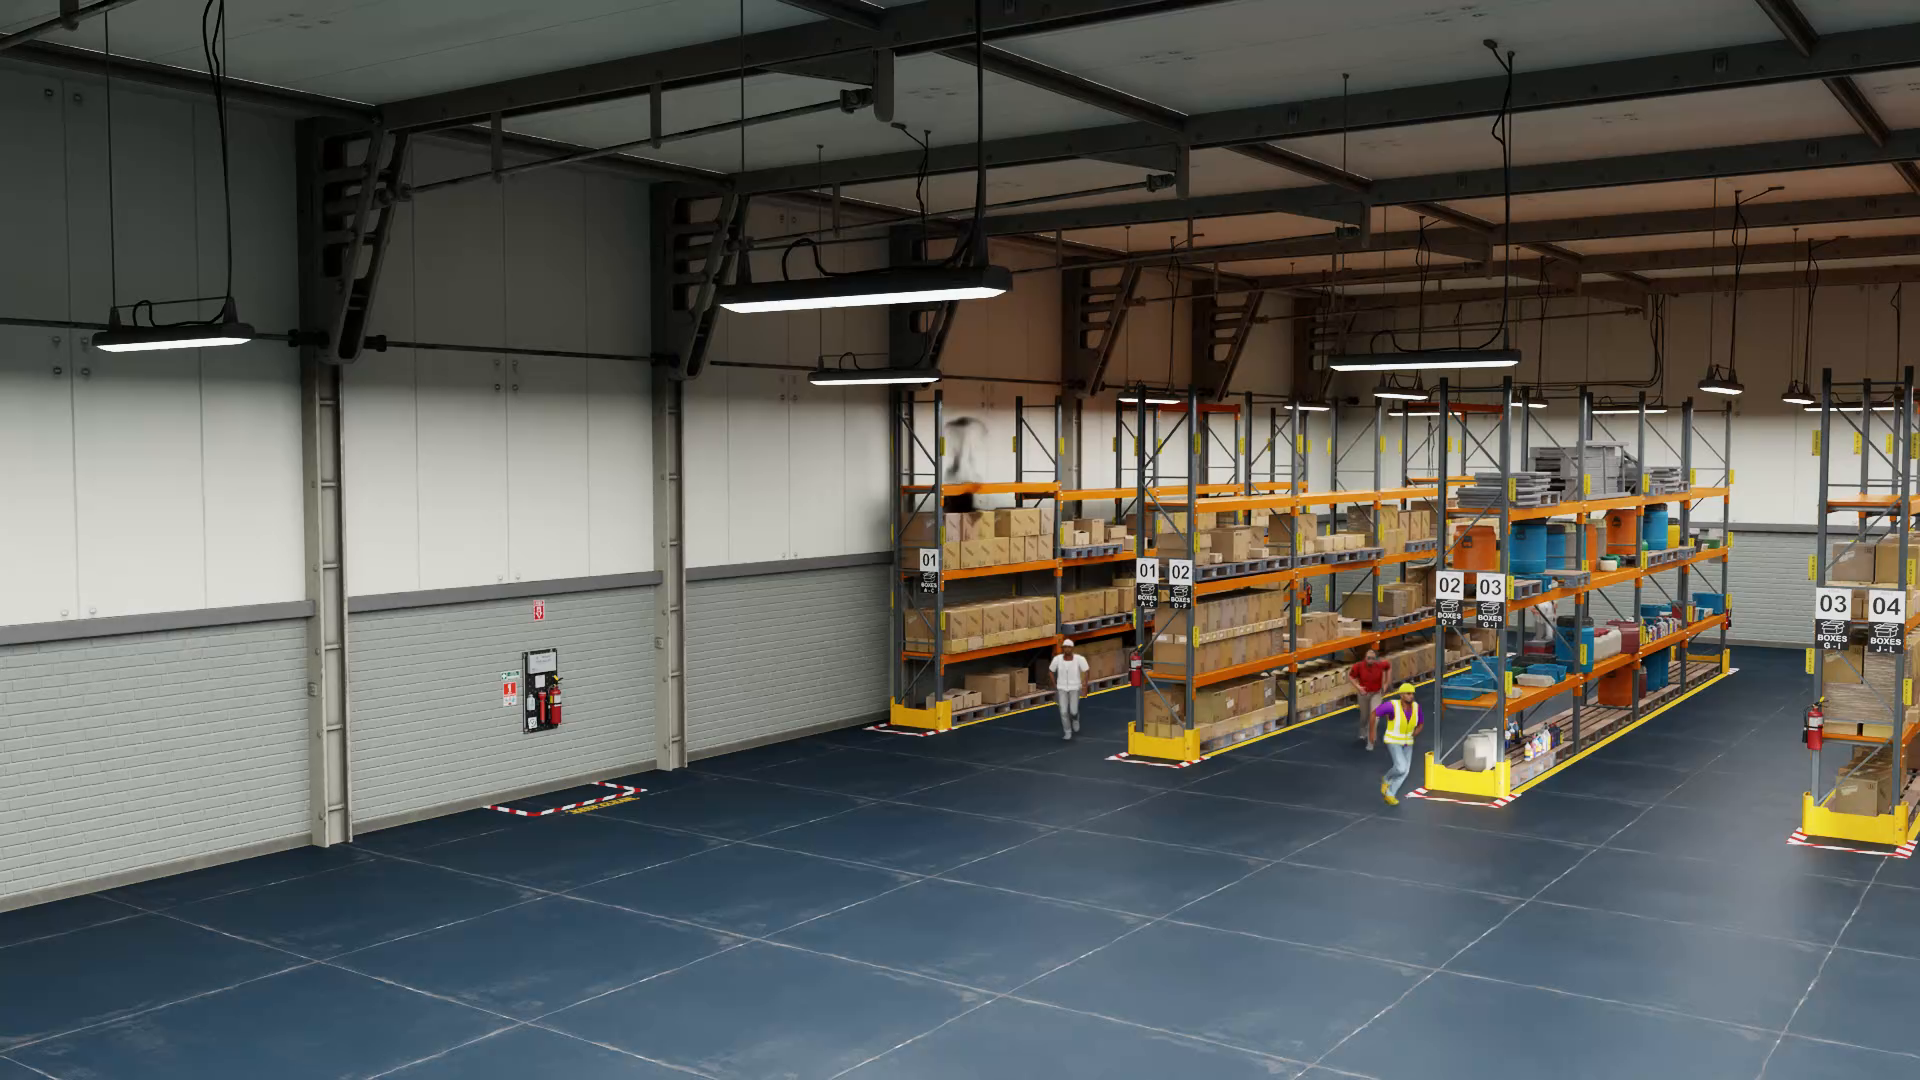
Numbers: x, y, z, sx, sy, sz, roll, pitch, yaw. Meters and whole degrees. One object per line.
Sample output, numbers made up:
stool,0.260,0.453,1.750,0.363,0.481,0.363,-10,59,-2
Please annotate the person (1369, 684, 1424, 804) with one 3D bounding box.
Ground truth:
person,6.139,2.839,23.189,0.698,1.705,0.589,-1,4,-24

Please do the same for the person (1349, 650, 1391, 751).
person,6.848,2.639,27.842,0.703,1.694,1.020,0,3,7

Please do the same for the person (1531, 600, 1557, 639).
person,13.720,1.928,39.078,0.616,1.802,0.959,1,3,11

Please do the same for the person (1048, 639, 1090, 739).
person,1.854,2.548,28.449,0.718,1.718,0.598,1,3,12
